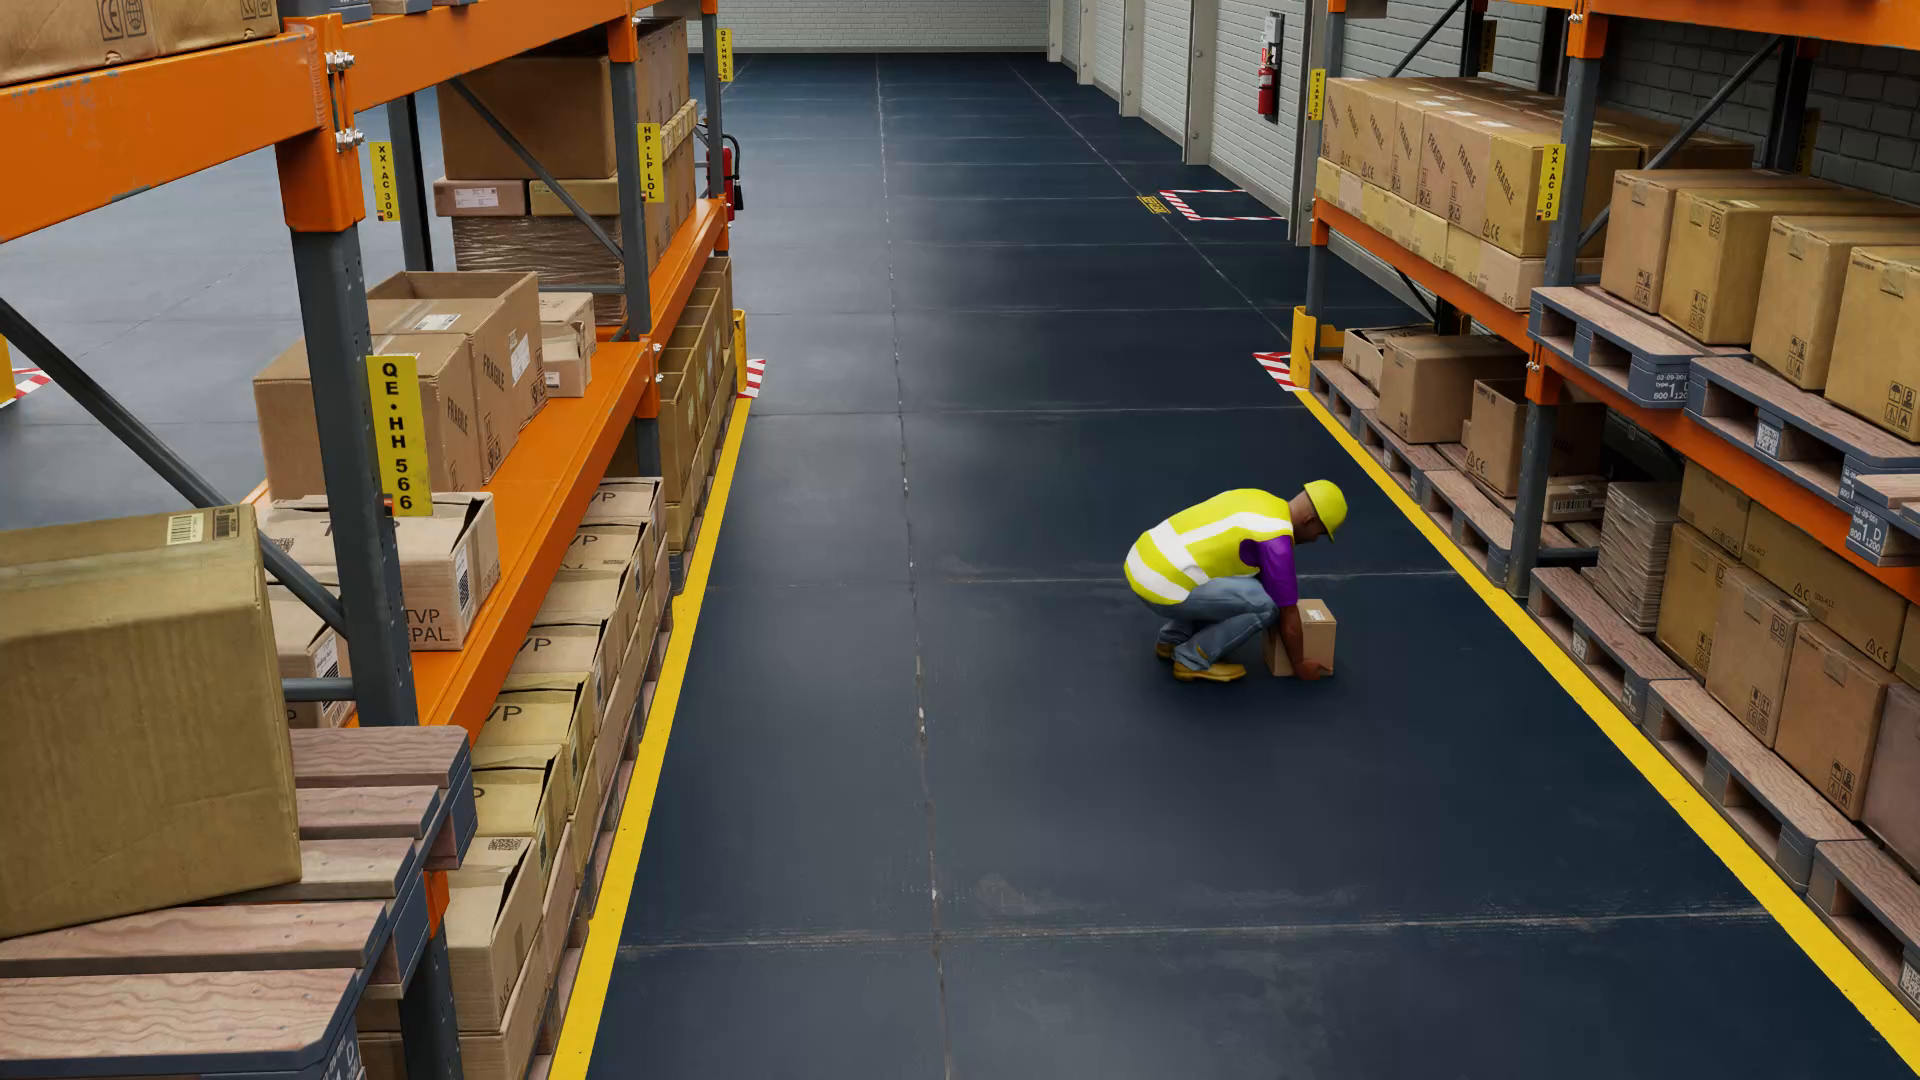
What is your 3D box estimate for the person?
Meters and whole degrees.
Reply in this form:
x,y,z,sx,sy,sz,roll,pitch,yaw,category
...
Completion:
x,y,z,sx,sy,sz,roll,pitch,yaw,category
1.163,0.191,7.036,0.917,0.901,0.540,-1,20,-2,person
